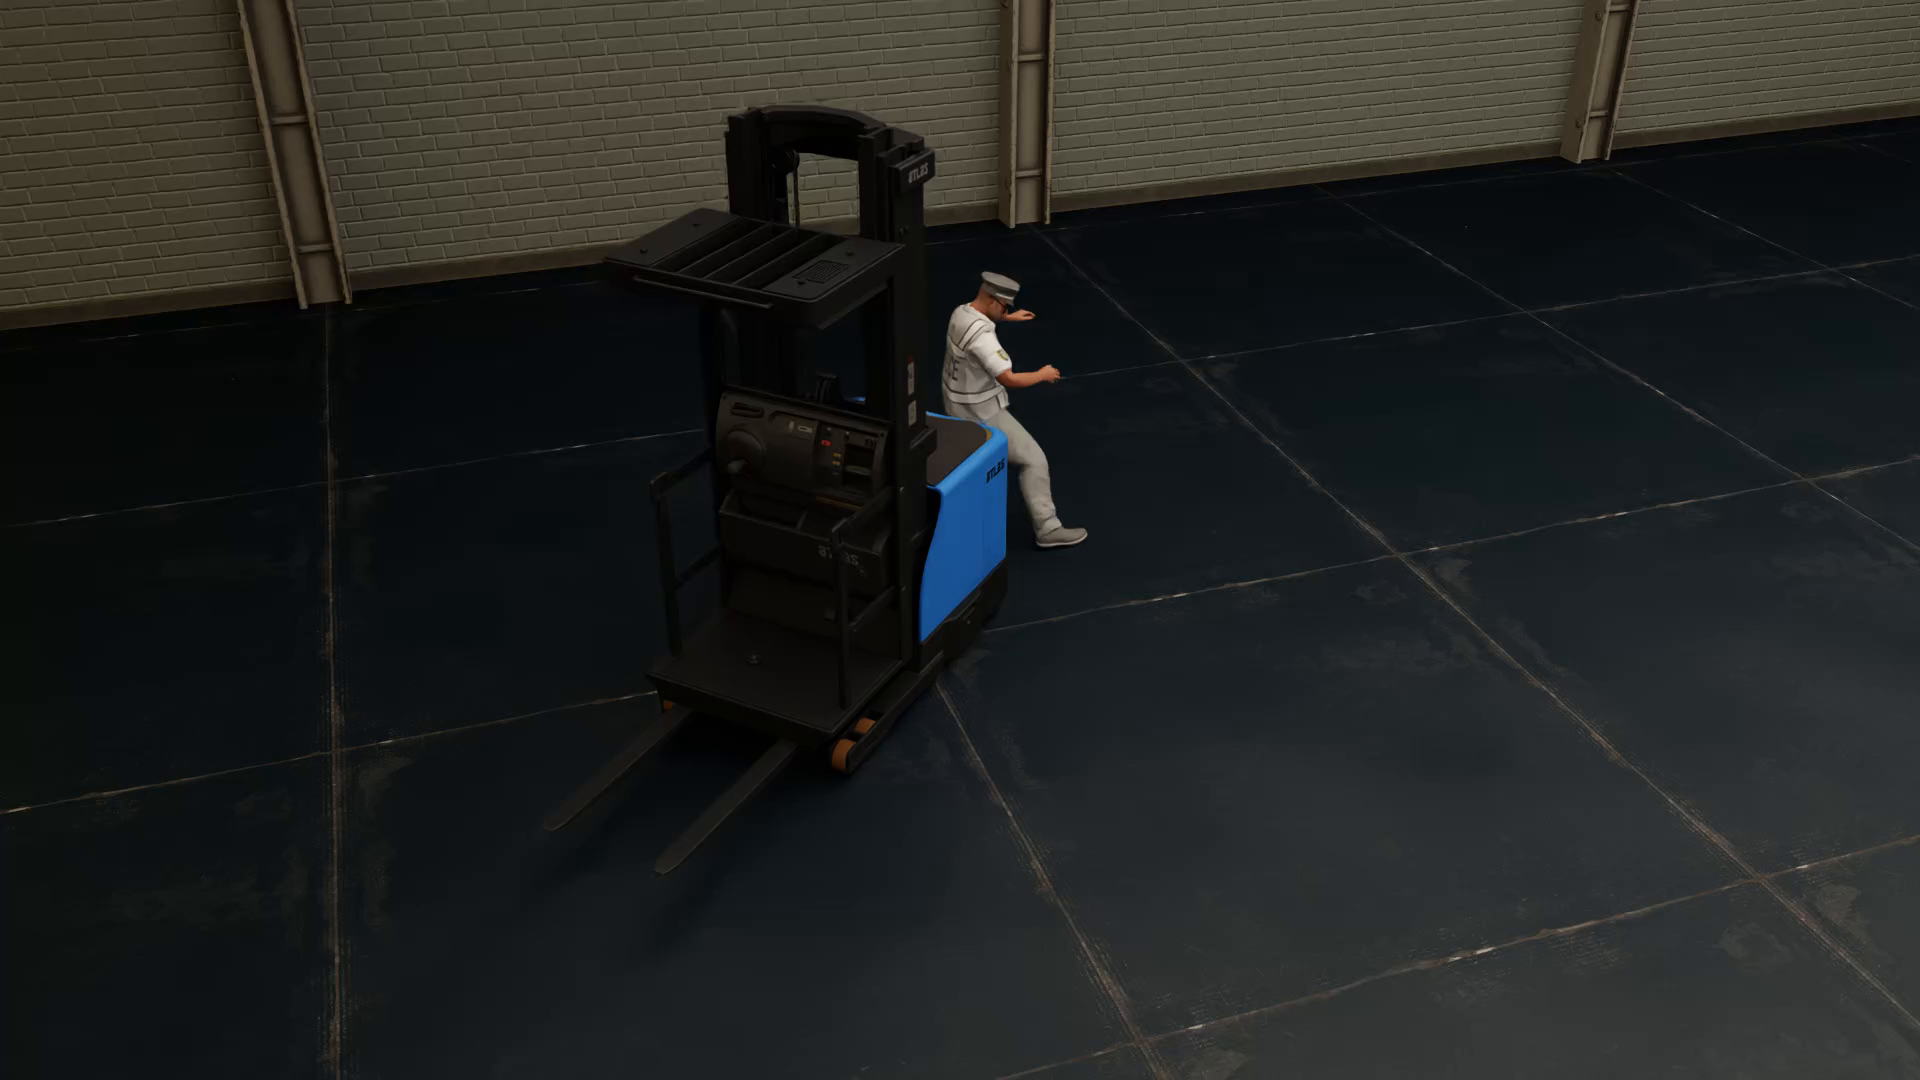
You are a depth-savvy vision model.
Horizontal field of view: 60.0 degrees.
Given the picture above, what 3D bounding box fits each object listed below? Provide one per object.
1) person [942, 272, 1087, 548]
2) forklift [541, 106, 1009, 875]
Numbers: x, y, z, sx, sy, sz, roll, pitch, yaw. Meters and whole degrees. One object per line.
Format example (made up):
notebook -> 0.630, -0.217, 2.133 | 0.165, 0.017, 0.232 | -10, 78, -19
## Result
person -> 0.259, -0.902, 10.046 | 0.746, 1.538, 1.282 | -8, 31, -13
forklift -> -0.860, -0.395, 7.773 | 1.130, 2.935, 3.031 | 15, 33, 24
